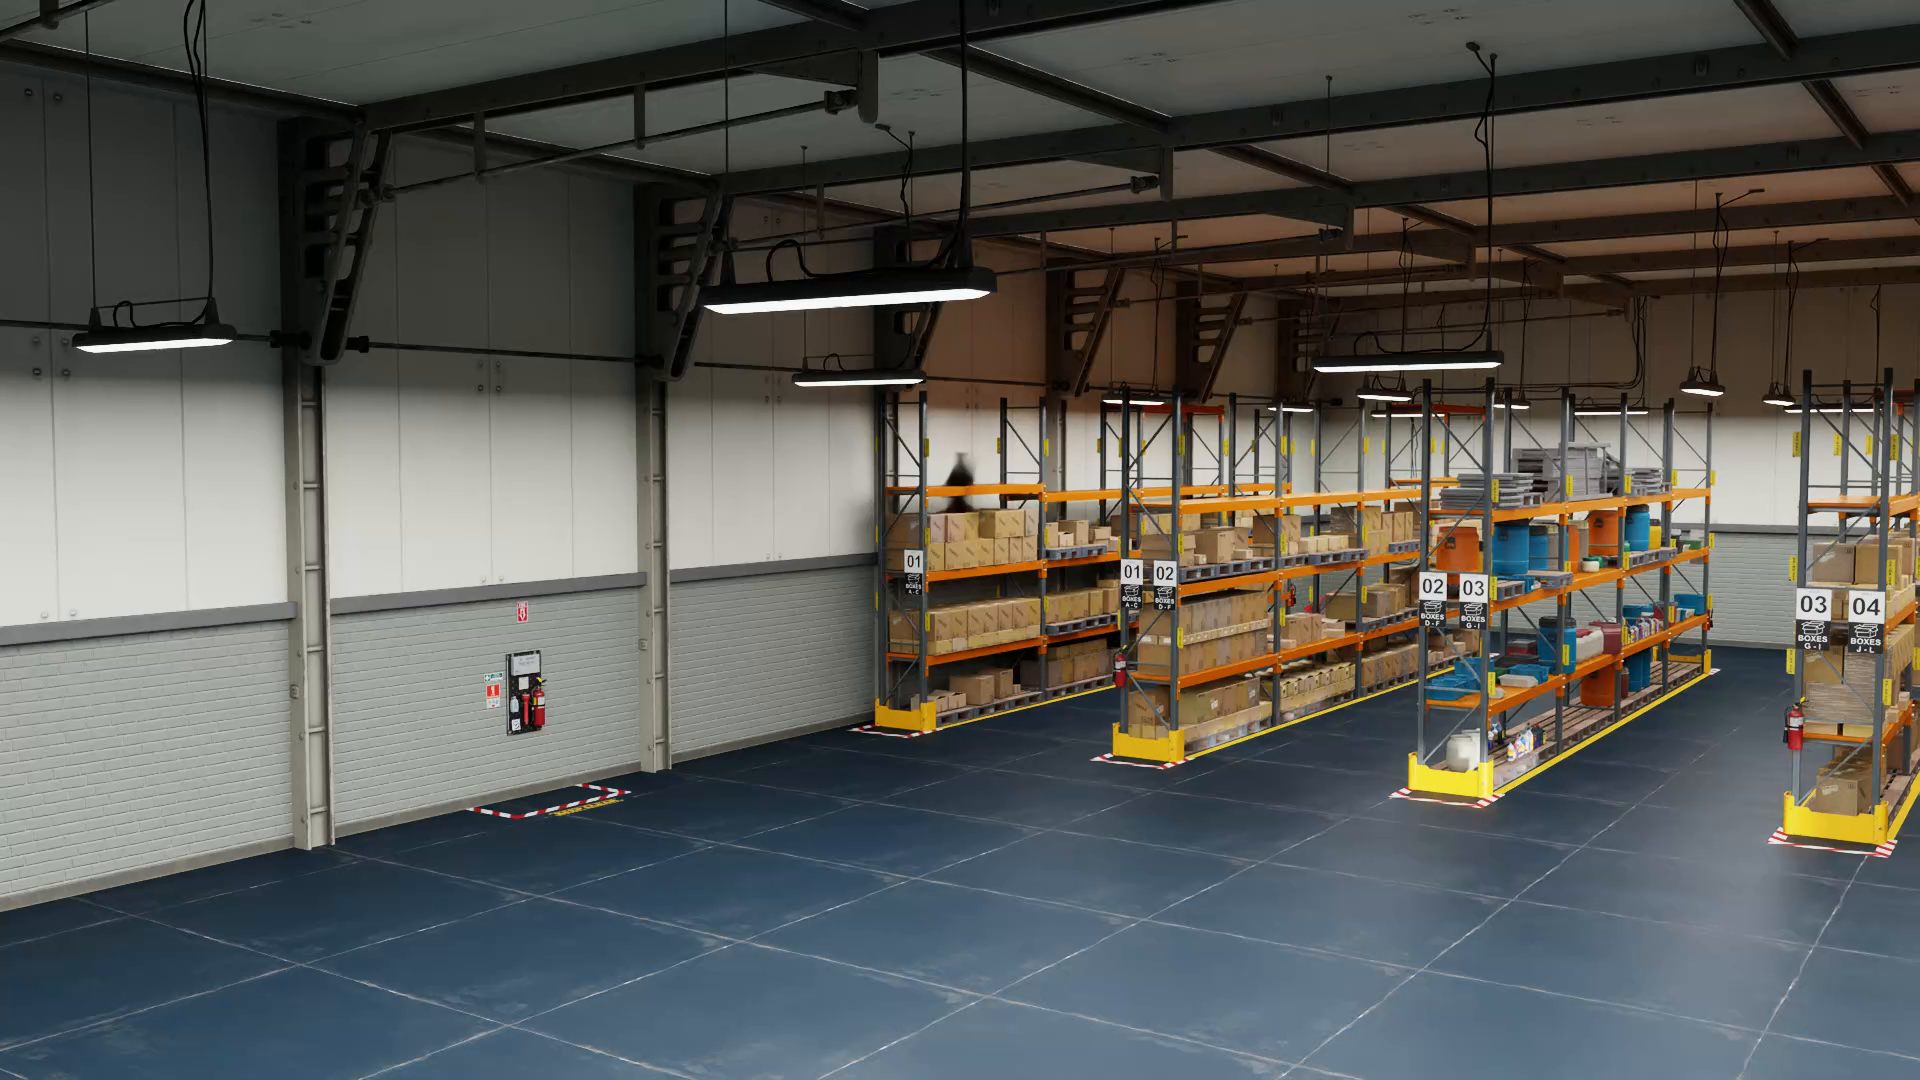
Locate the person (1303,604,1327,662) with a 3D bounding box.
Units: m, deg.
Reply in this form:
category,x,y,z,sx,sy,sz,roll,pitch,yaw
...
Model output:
category,x,y,z,sx,sy,sz,roll,pitch,yaw
person,7.844,2.166,36.607,1.113,1.540,0.659,-3,4,-39
